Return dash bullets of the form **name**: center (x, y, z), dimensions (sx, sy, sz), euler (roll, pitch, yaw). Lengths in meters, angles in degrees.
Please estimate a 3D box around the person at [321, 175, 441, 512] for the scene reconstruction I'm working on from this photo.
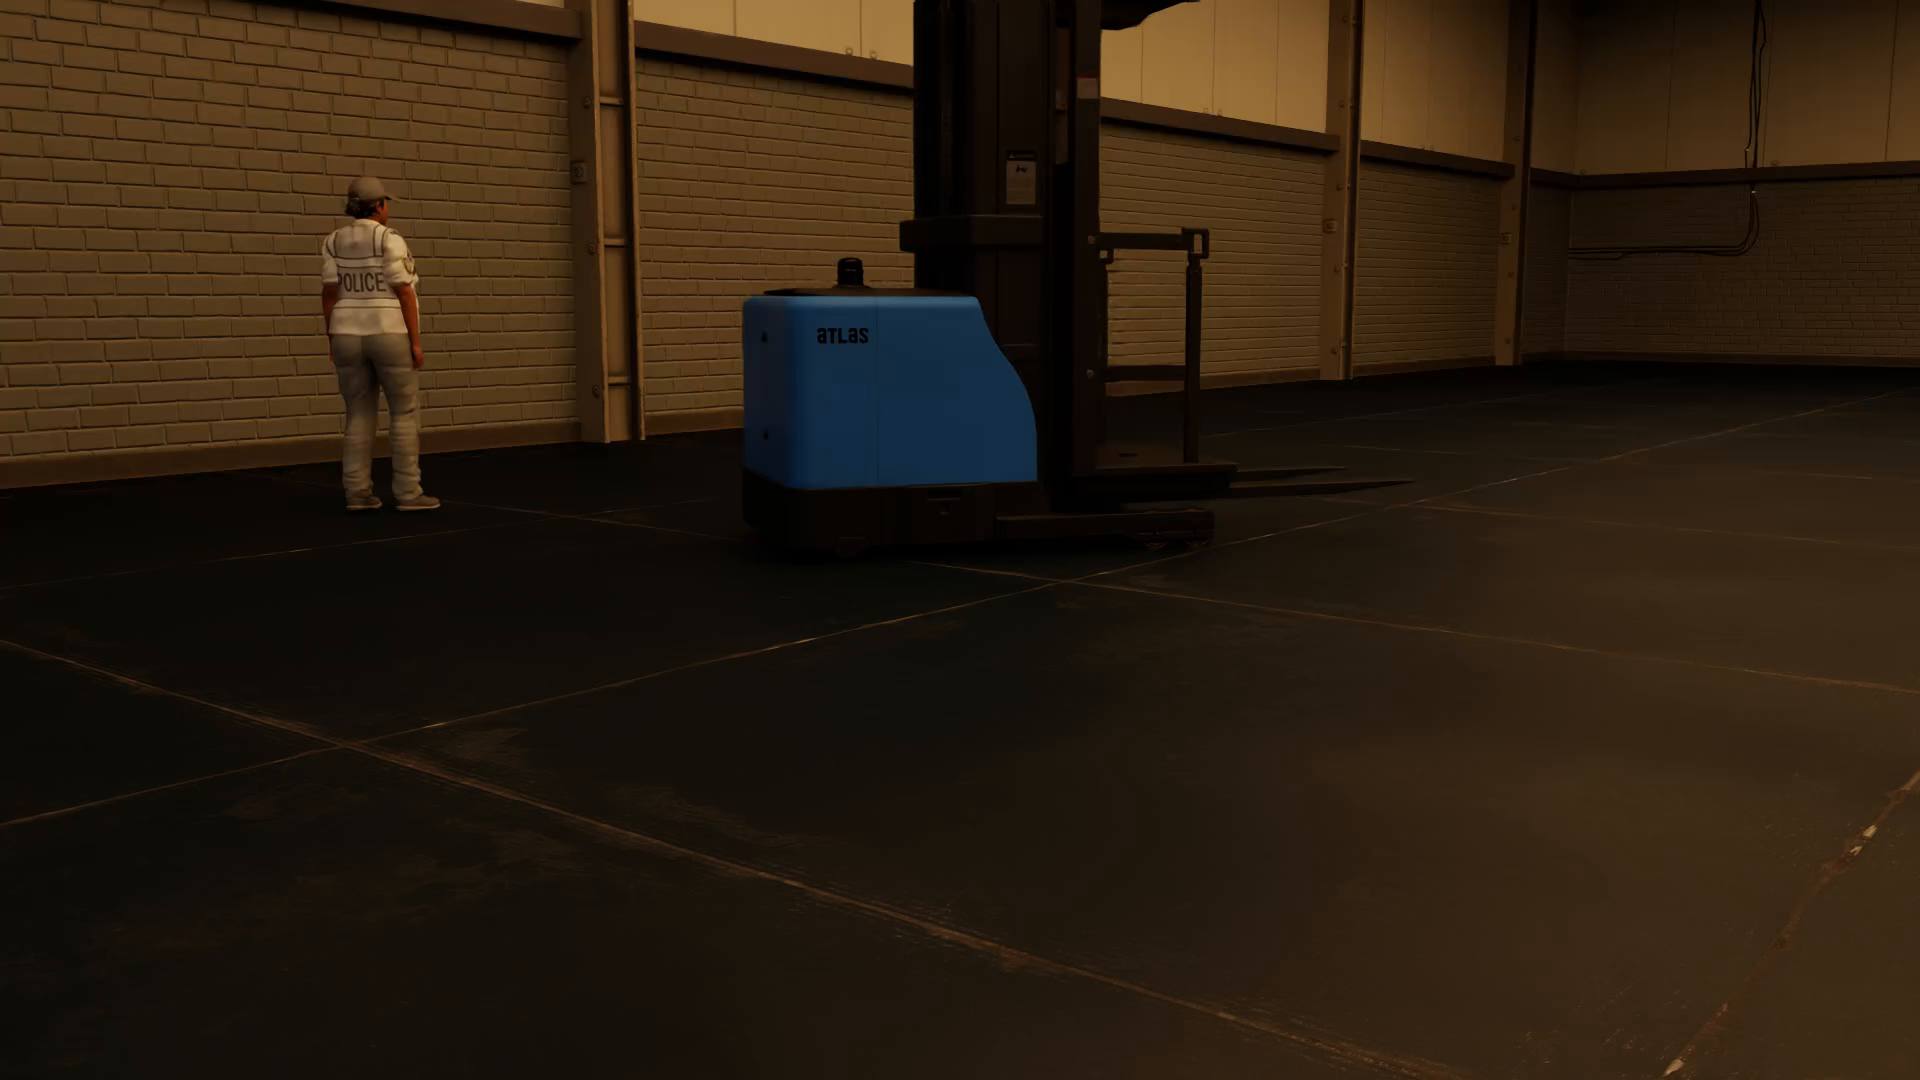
- **person**: center (-2.917, -0.973, 8.326), dimensions (0.499, 1.668, 0.389), euler (1, 8, 10)

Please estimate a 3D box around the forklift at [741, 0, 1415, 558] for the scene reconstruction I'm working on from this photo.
- **forklift**: center (0.587, -1.482, 7.411), dimensions (3.031, 2.935, 1.130), euler (-3, 9, -19)
